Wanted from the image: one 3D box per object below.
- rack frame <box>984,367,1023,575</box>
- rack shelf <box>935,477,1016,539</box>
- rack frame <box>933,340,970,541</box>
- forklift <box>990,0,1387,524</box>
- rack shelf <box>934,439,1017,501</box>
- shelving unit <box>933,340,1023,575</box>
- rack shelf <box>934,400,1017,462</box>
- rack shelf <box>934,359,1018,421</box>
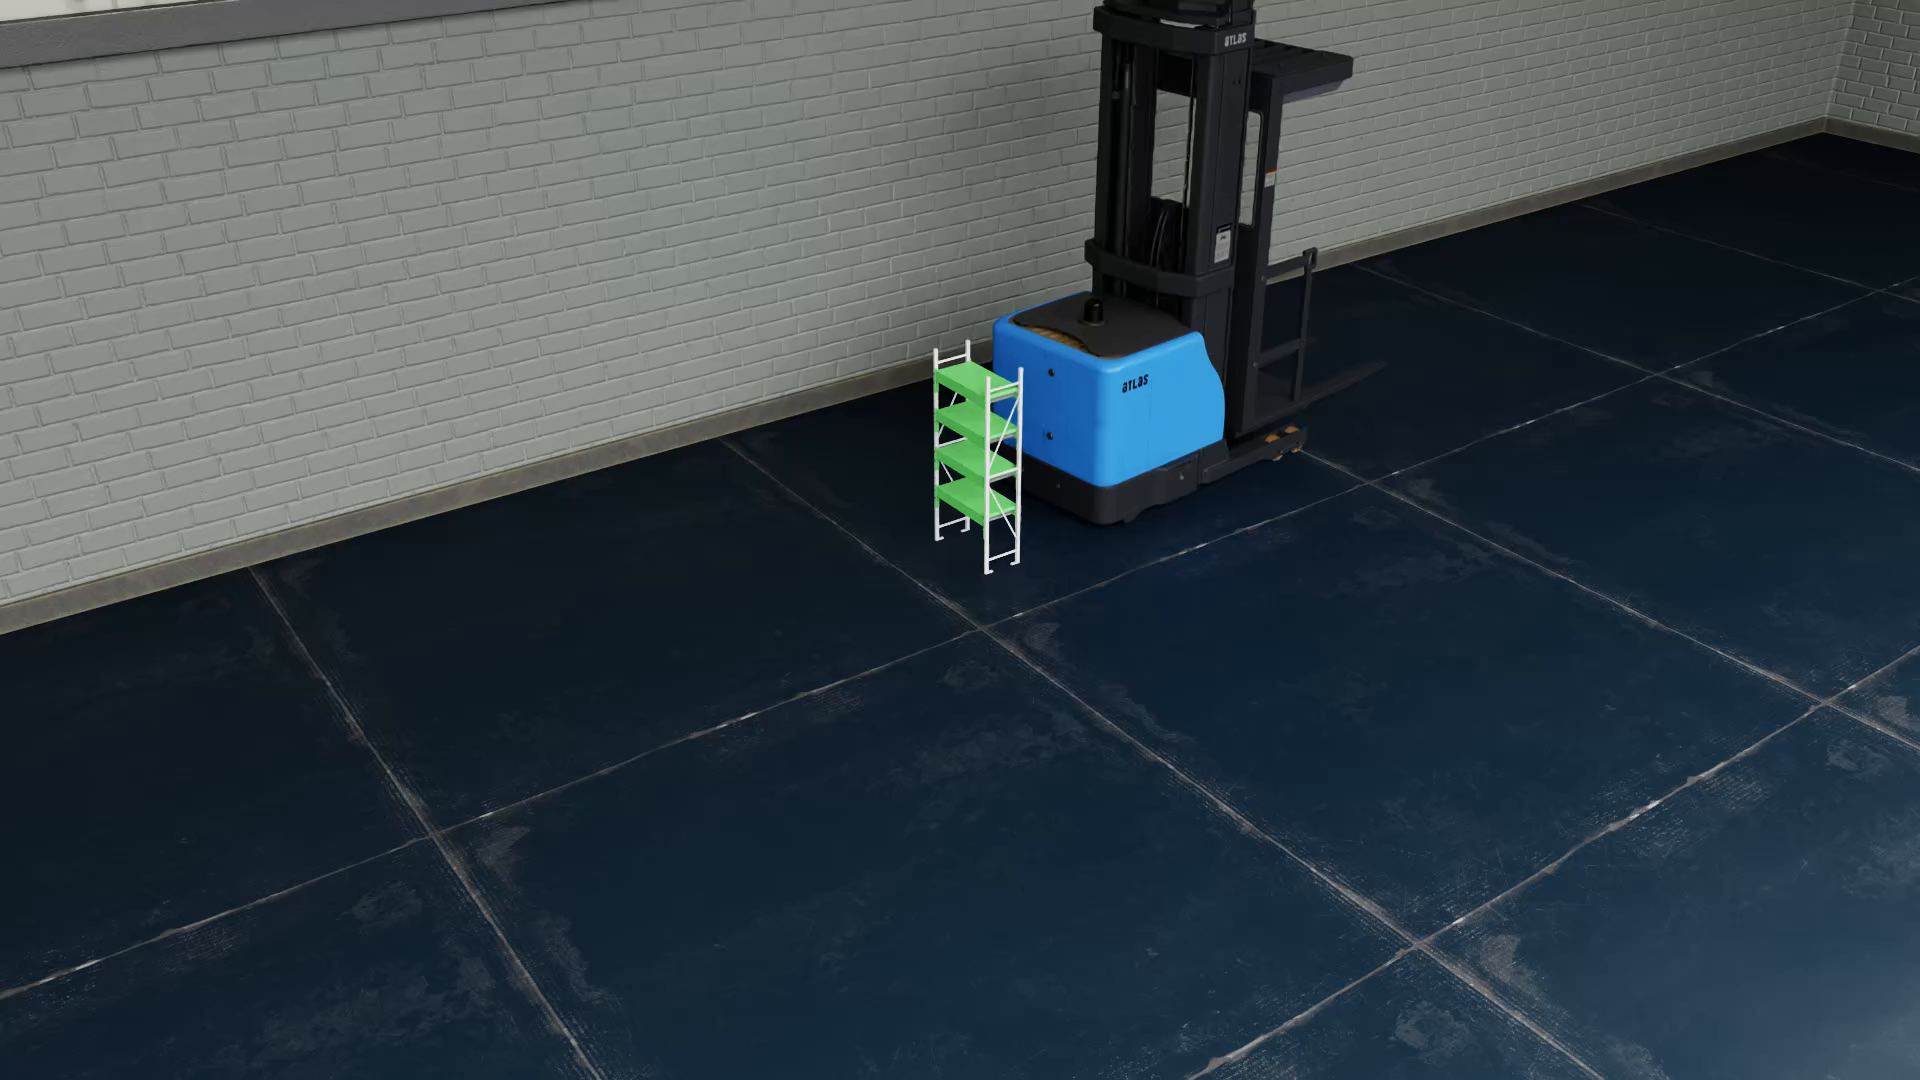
[{"bbox_3d":[0.238,-0.368,9.170,0.240,1.200,0.015,-19,34,-31],"label":"rack frame"},{"bbox_3d":[0.096,-0.196,9.490,0.258,0.148,0.480,-19,34,-31],"label":"rack shelf"},{"bbox_3d":[-0.046,-0.558,9.520,0.240,1.200,0.015,-19,34,-31],"label":"rack frame"},{"bbox_3d":[1.618,-1.962,10.291,3.031,2.935,1.130,-23,36,-36],"label":"forklift"},{"bbox_3d":[0.096,-0.407,9.376,0.258,0.148,0.480,-19,34,-31],"label":"rack shelf"},{"bbox_3d":[0.096,-0.463,9.345,0.258,1.200,0.503,-19,34,-31],"label":"shelving unit"},{"bbox_3d":[0.096,-0.618,9.261,0.258,0.148,0.480,-19,34,-31],"label":"rack shelf"},{"bbox_3d":[0.096,-0.829,9.147,0.258,0.148,0.480,-19,34,-31],"label":"rack shelf"}]
